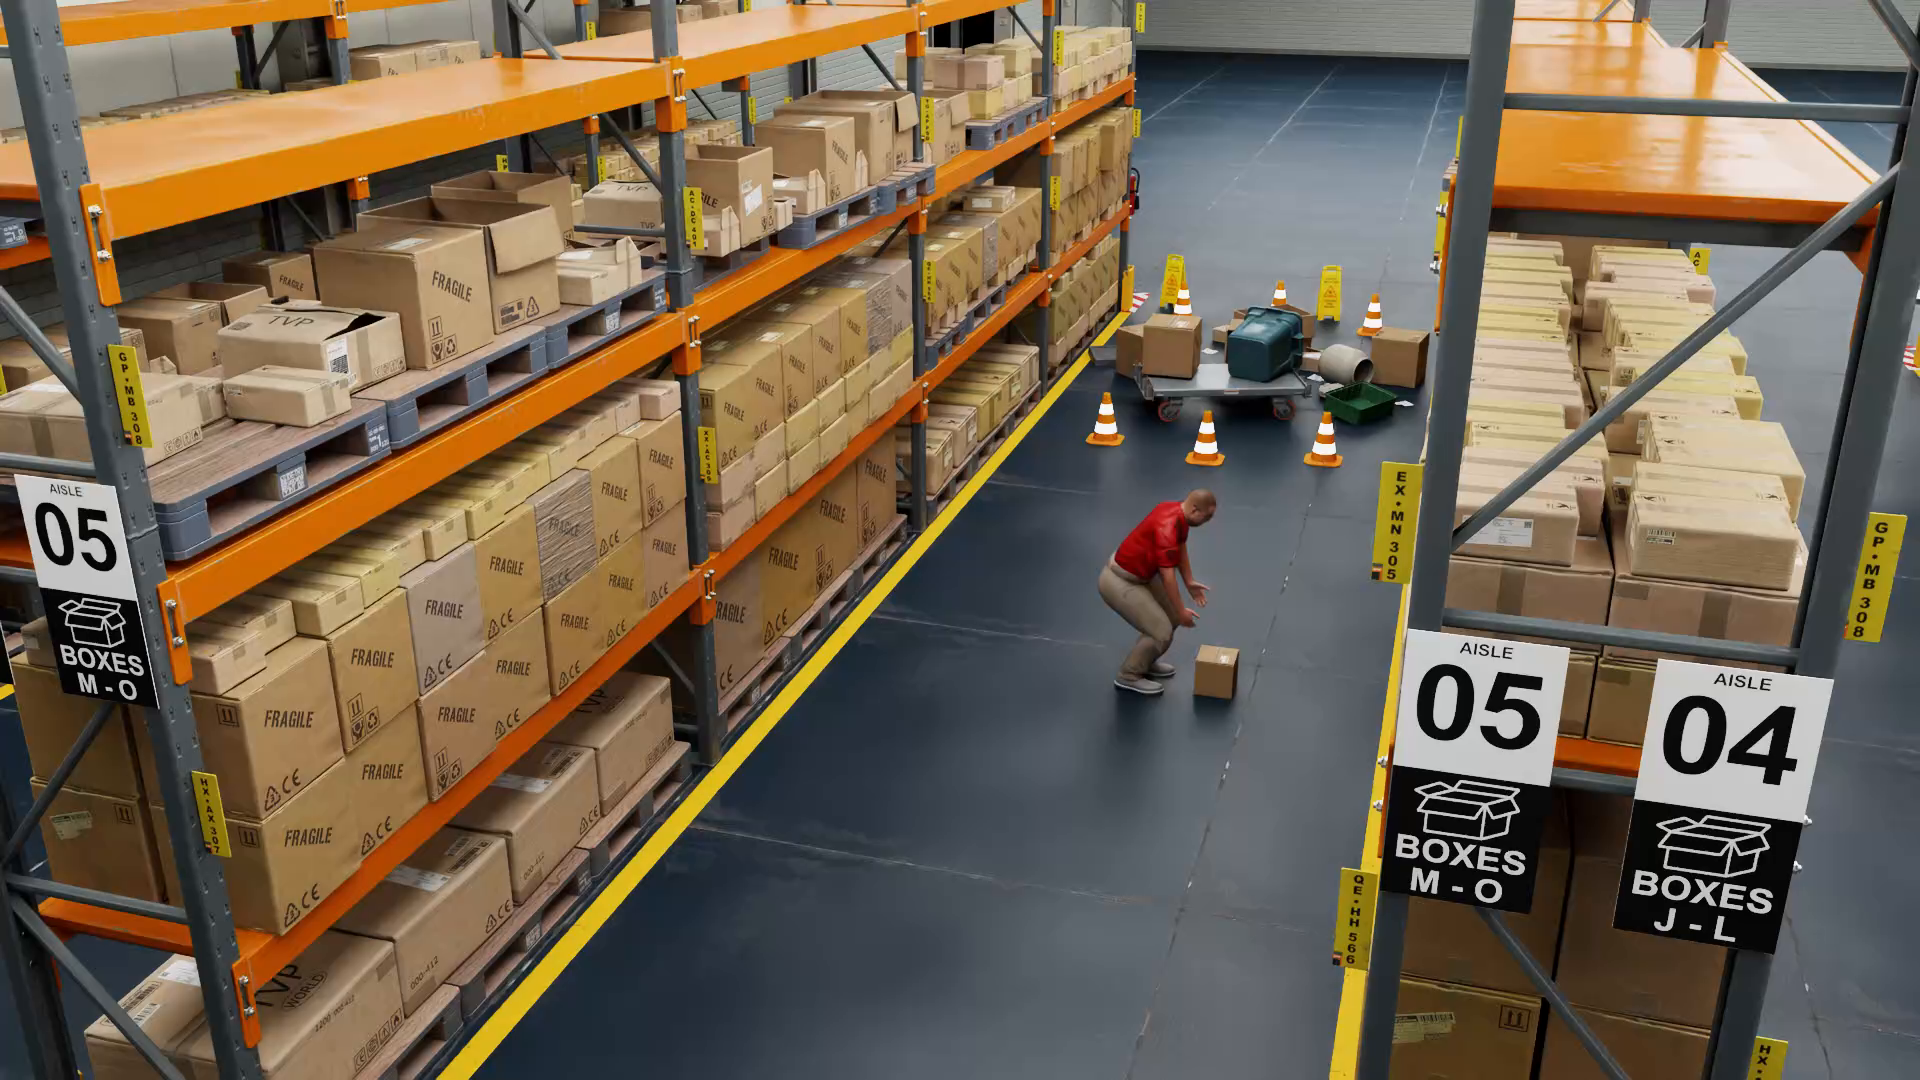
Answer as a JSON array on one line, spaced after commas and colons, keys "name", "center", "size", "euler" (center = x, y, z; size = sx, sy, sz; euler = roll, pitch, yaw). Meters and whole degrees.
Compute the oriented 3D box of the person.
[{"name": "person", "center": [1.280, 0.290, 10.866], "size": [0.725, 1.379, 0.590], "euler": [6, 23, 16]}]
